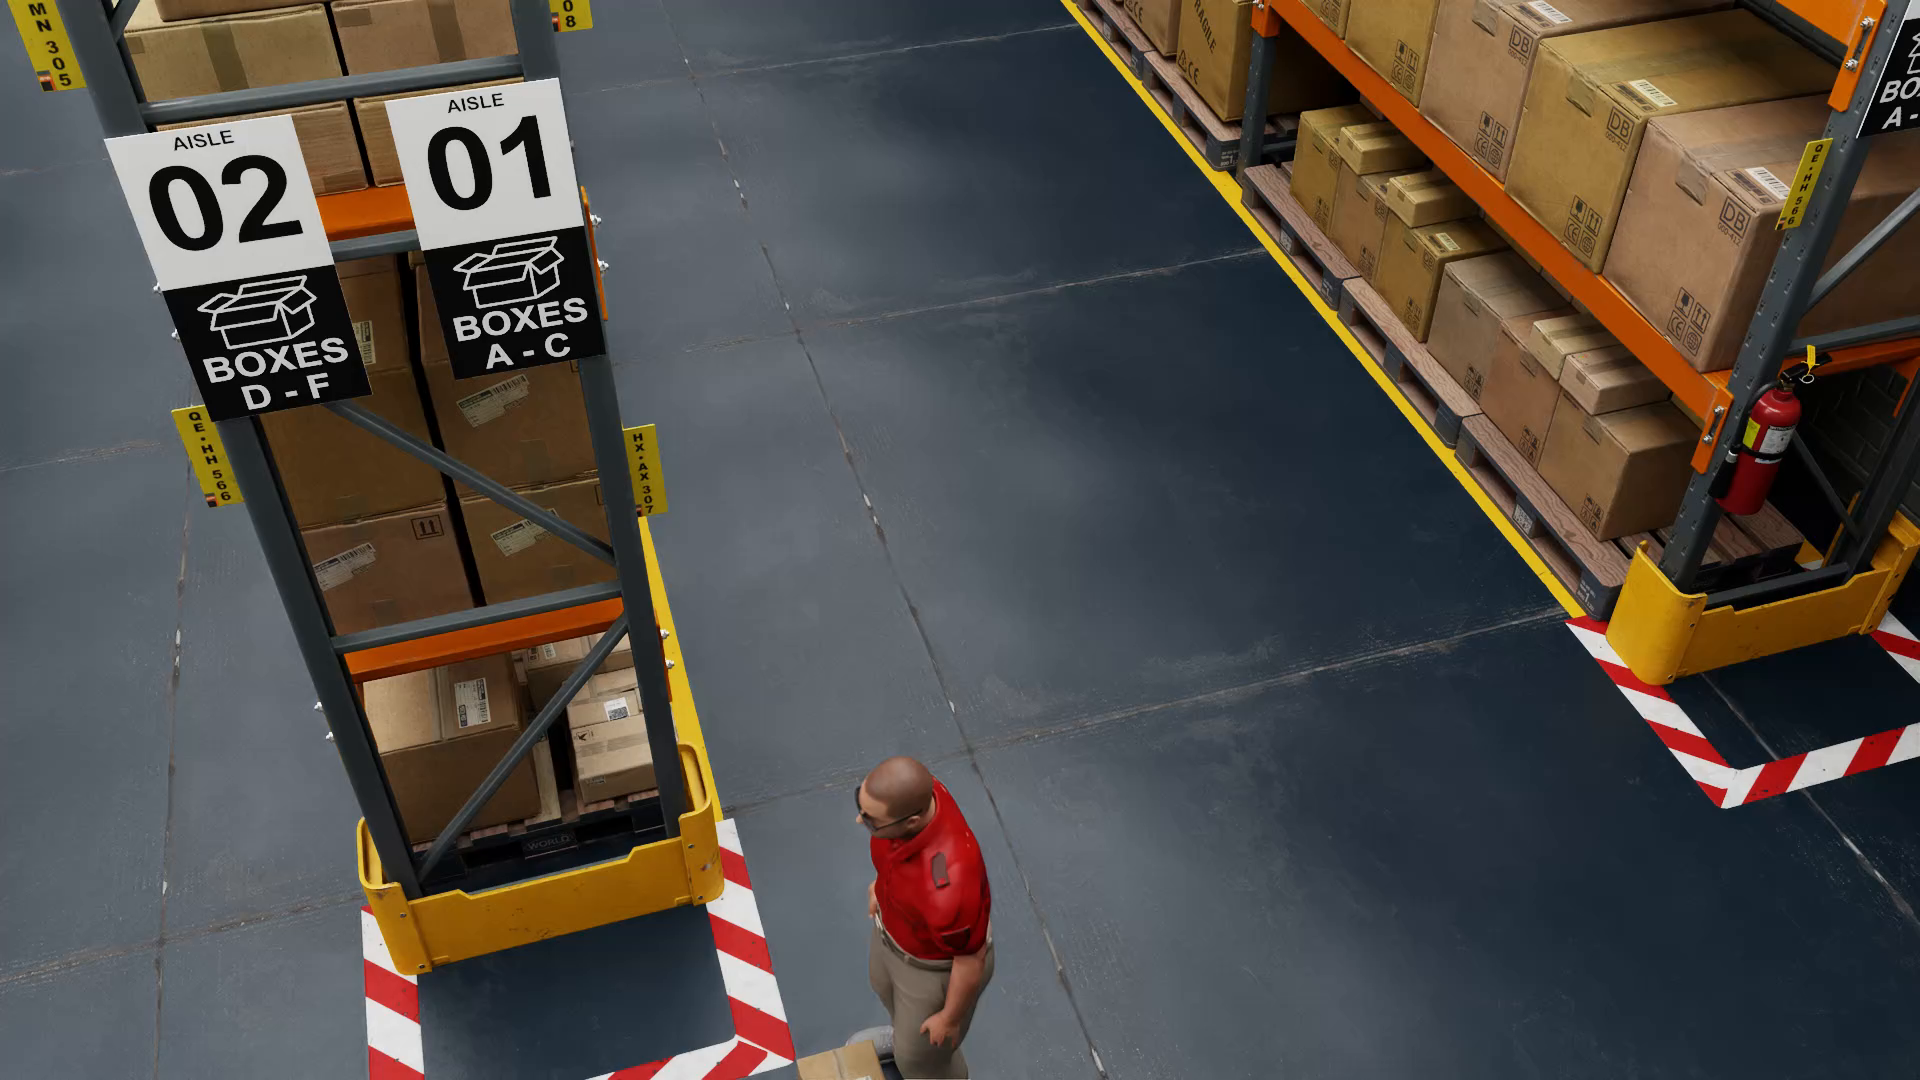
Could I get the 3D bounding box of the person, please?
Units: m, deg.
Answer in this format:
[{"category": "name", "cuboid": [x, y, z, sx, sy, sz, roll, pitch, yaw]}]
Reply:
[{"category": "person", "cuboid": [-0.121, 1.188, 4.850, 0.399, 1.725, 0.598, -14, 44, -15]}]
